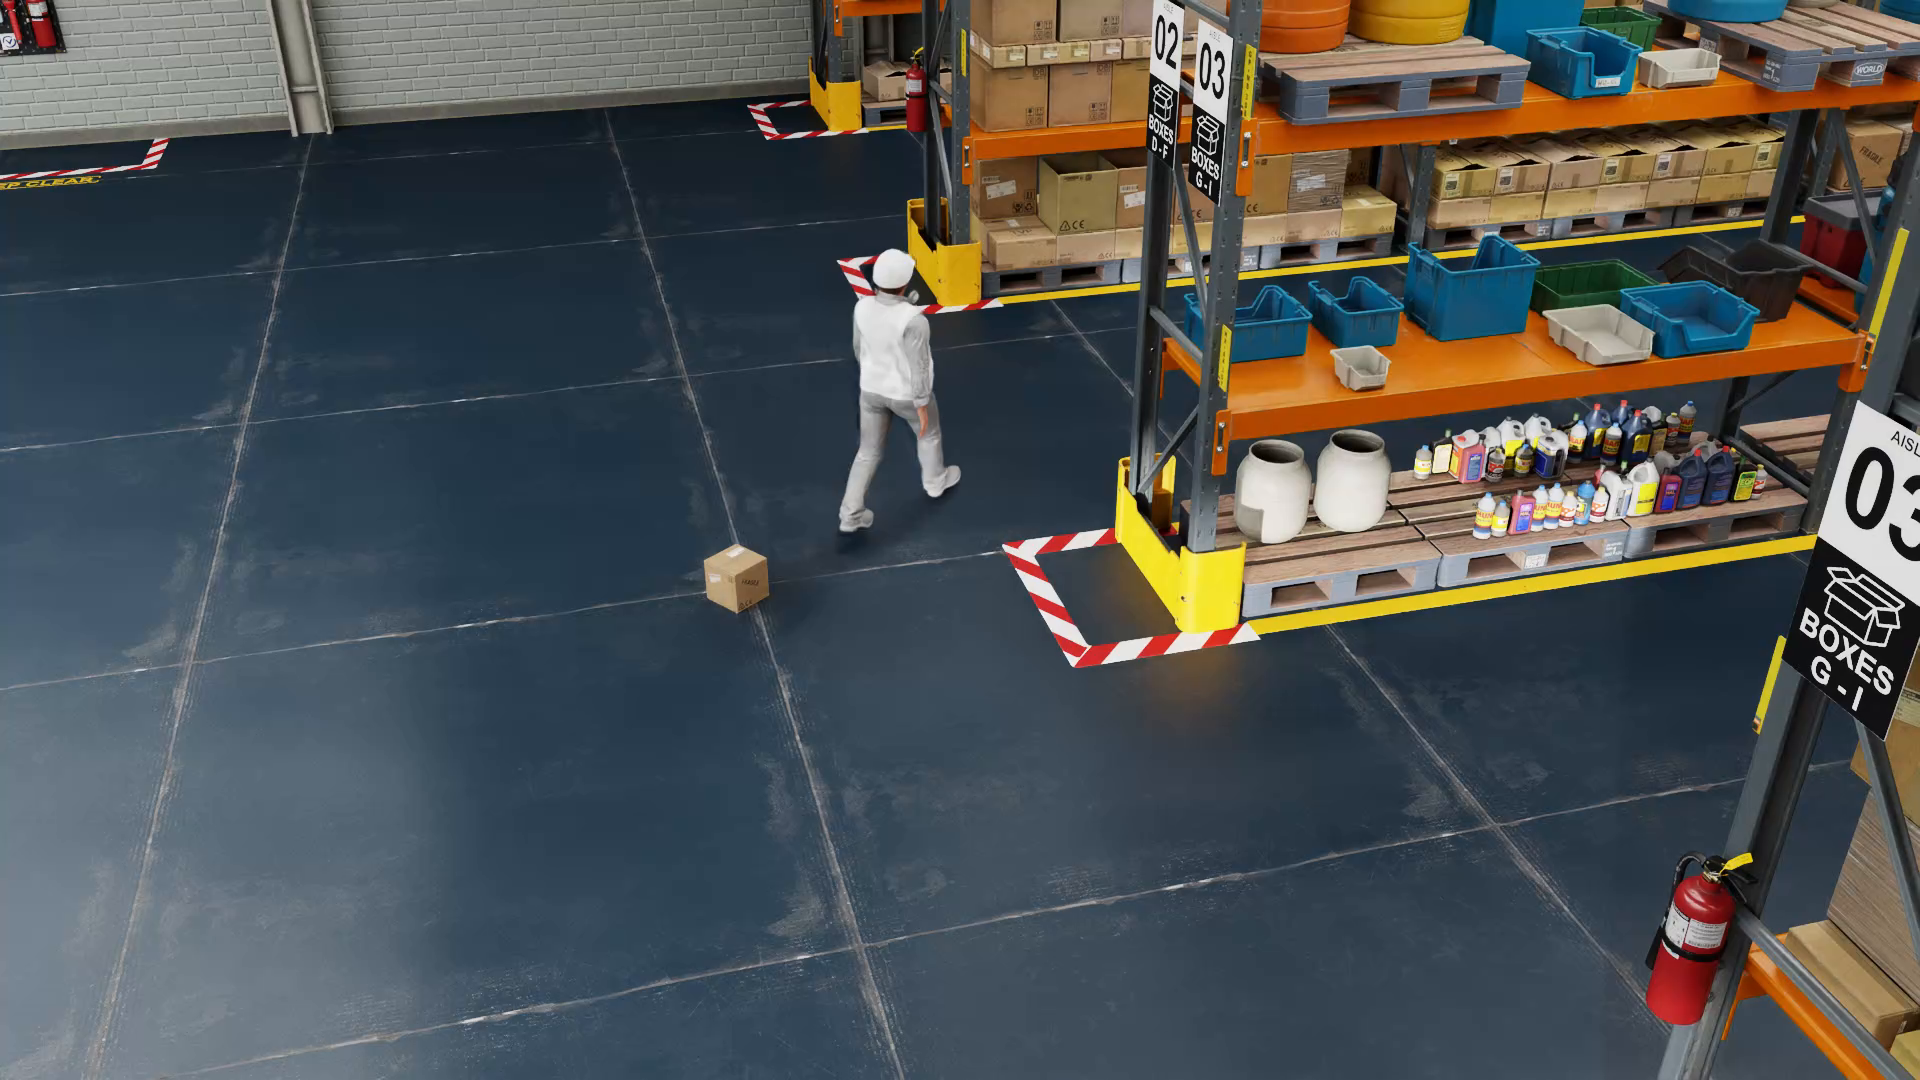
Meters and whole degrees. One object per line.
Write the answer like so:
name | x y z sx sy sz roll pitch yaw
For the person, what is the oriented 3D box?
person | -0.373 -0.921 9.823 0.562 1.723 1.067 13 32 21
